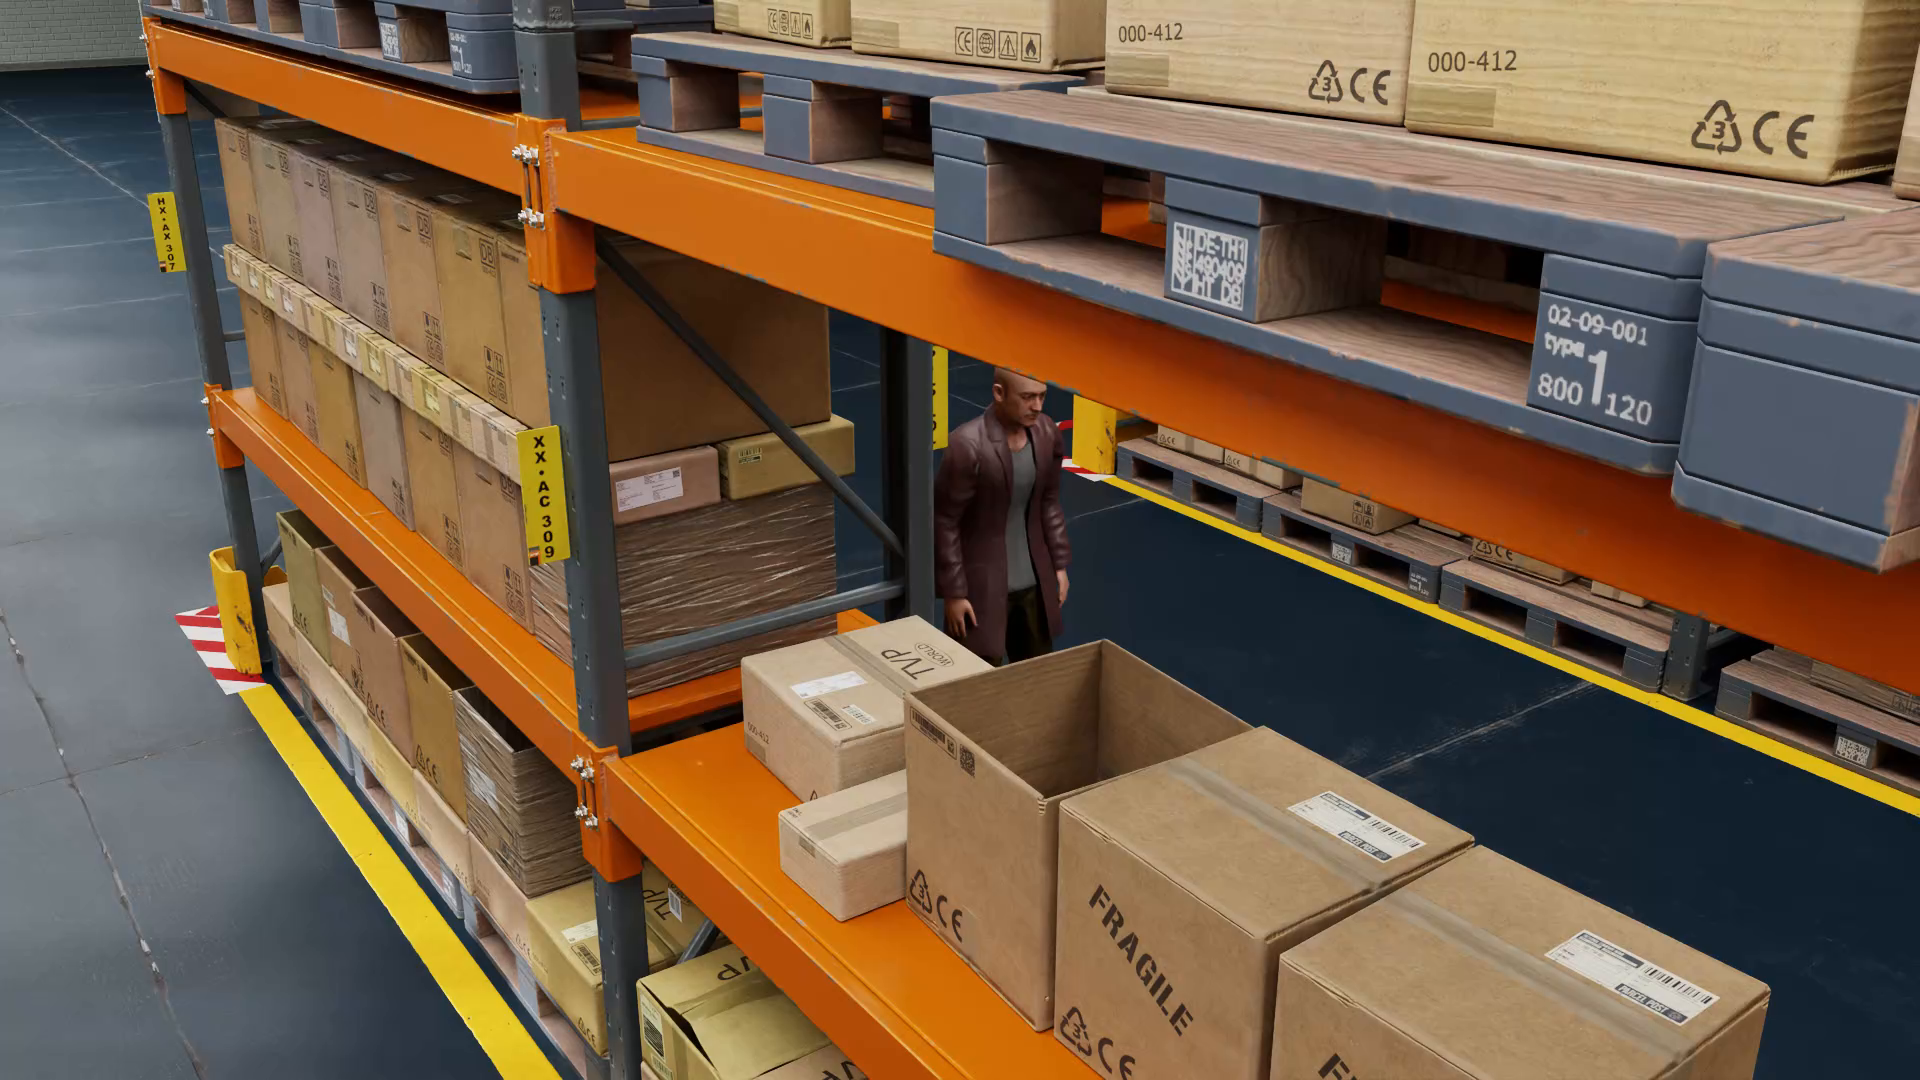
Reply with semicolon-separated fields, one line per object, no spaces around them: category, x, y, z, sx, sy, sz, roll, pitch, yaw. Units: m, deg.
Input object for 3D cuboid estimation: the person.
person;0.165;0.163;6.183;0.631;1.773;0.427;-15;26;-34
